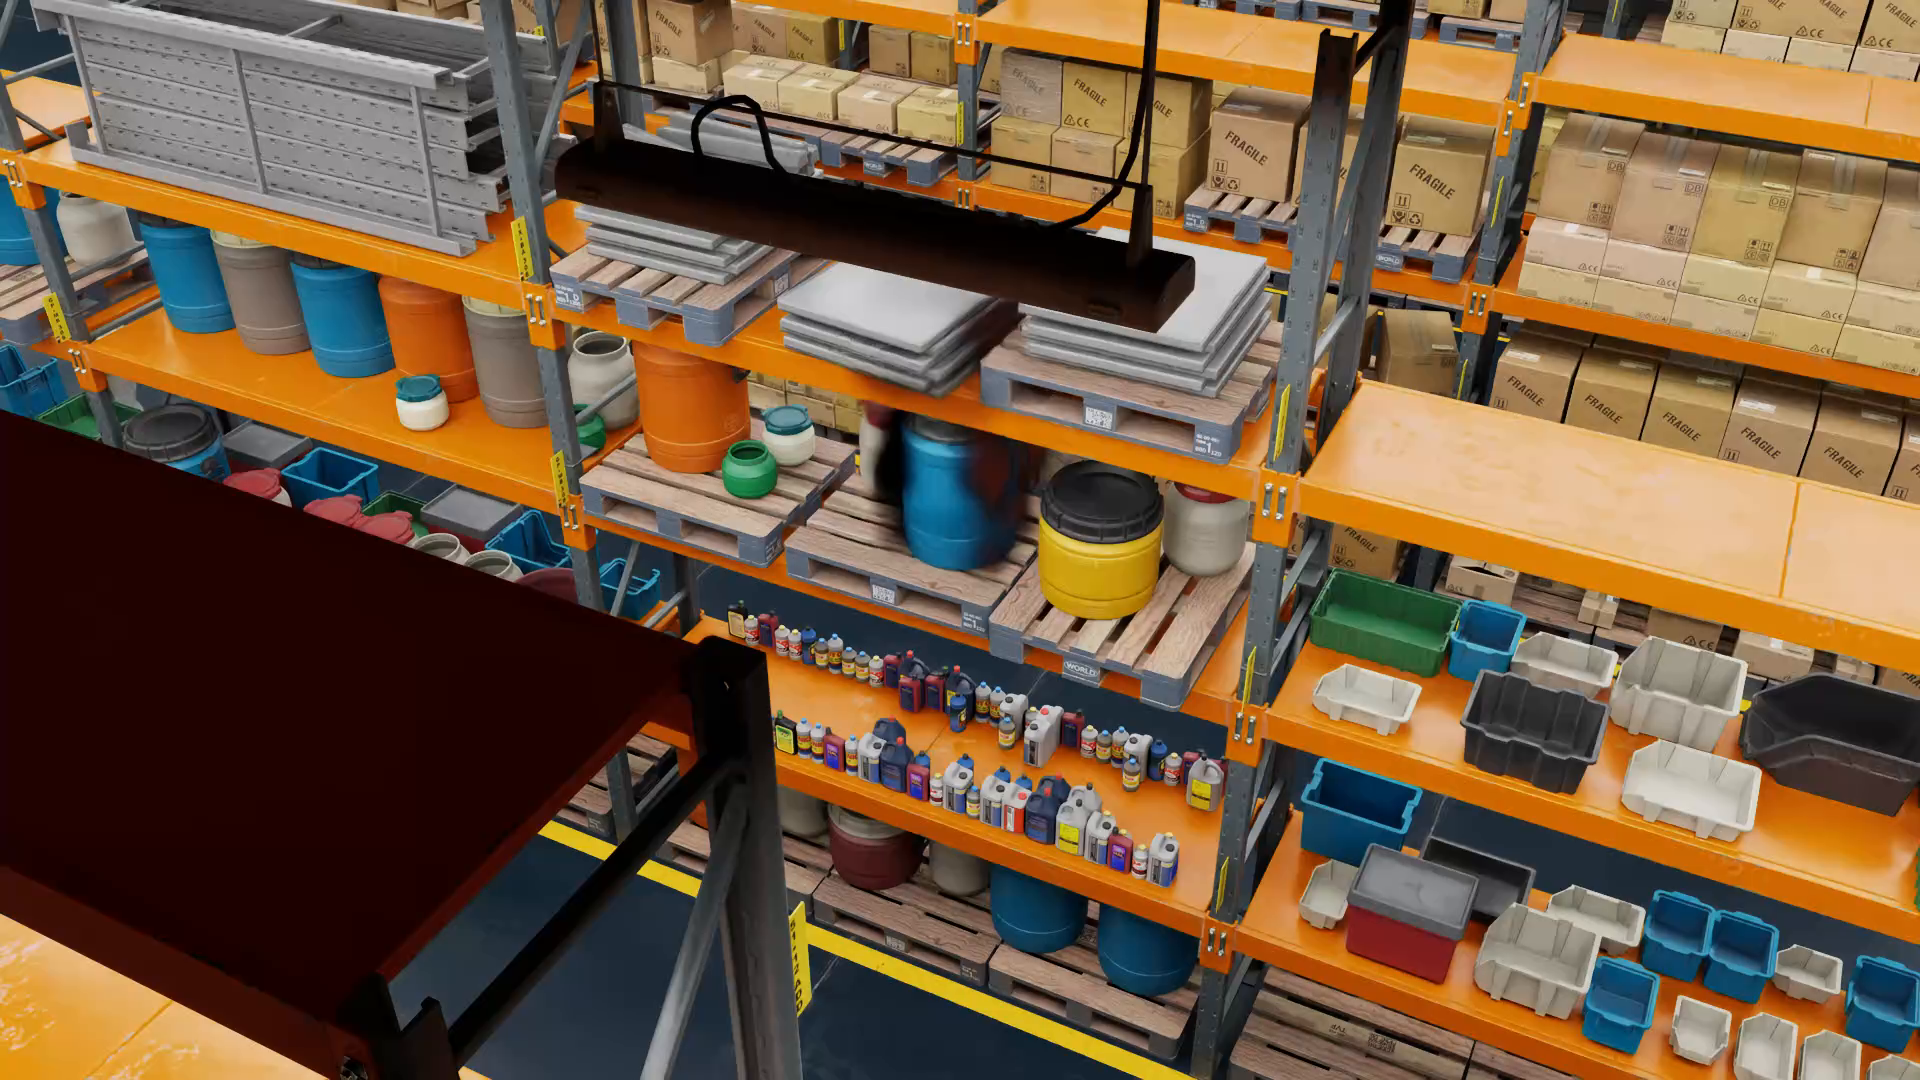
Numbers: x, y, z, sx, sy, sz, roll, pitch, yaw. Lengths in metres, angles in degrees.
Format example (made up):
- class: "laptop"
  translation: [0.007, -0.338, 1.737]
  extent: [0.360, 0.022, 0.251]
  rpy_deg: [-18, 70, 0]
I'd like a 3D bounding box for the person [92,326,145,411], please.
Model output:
- class: "person"
  translation: [-7.518, -1.524, 14.679]
  extent: [0.546, 1.753, 0.382]
  rpy_deg: [17, 38, 22]
